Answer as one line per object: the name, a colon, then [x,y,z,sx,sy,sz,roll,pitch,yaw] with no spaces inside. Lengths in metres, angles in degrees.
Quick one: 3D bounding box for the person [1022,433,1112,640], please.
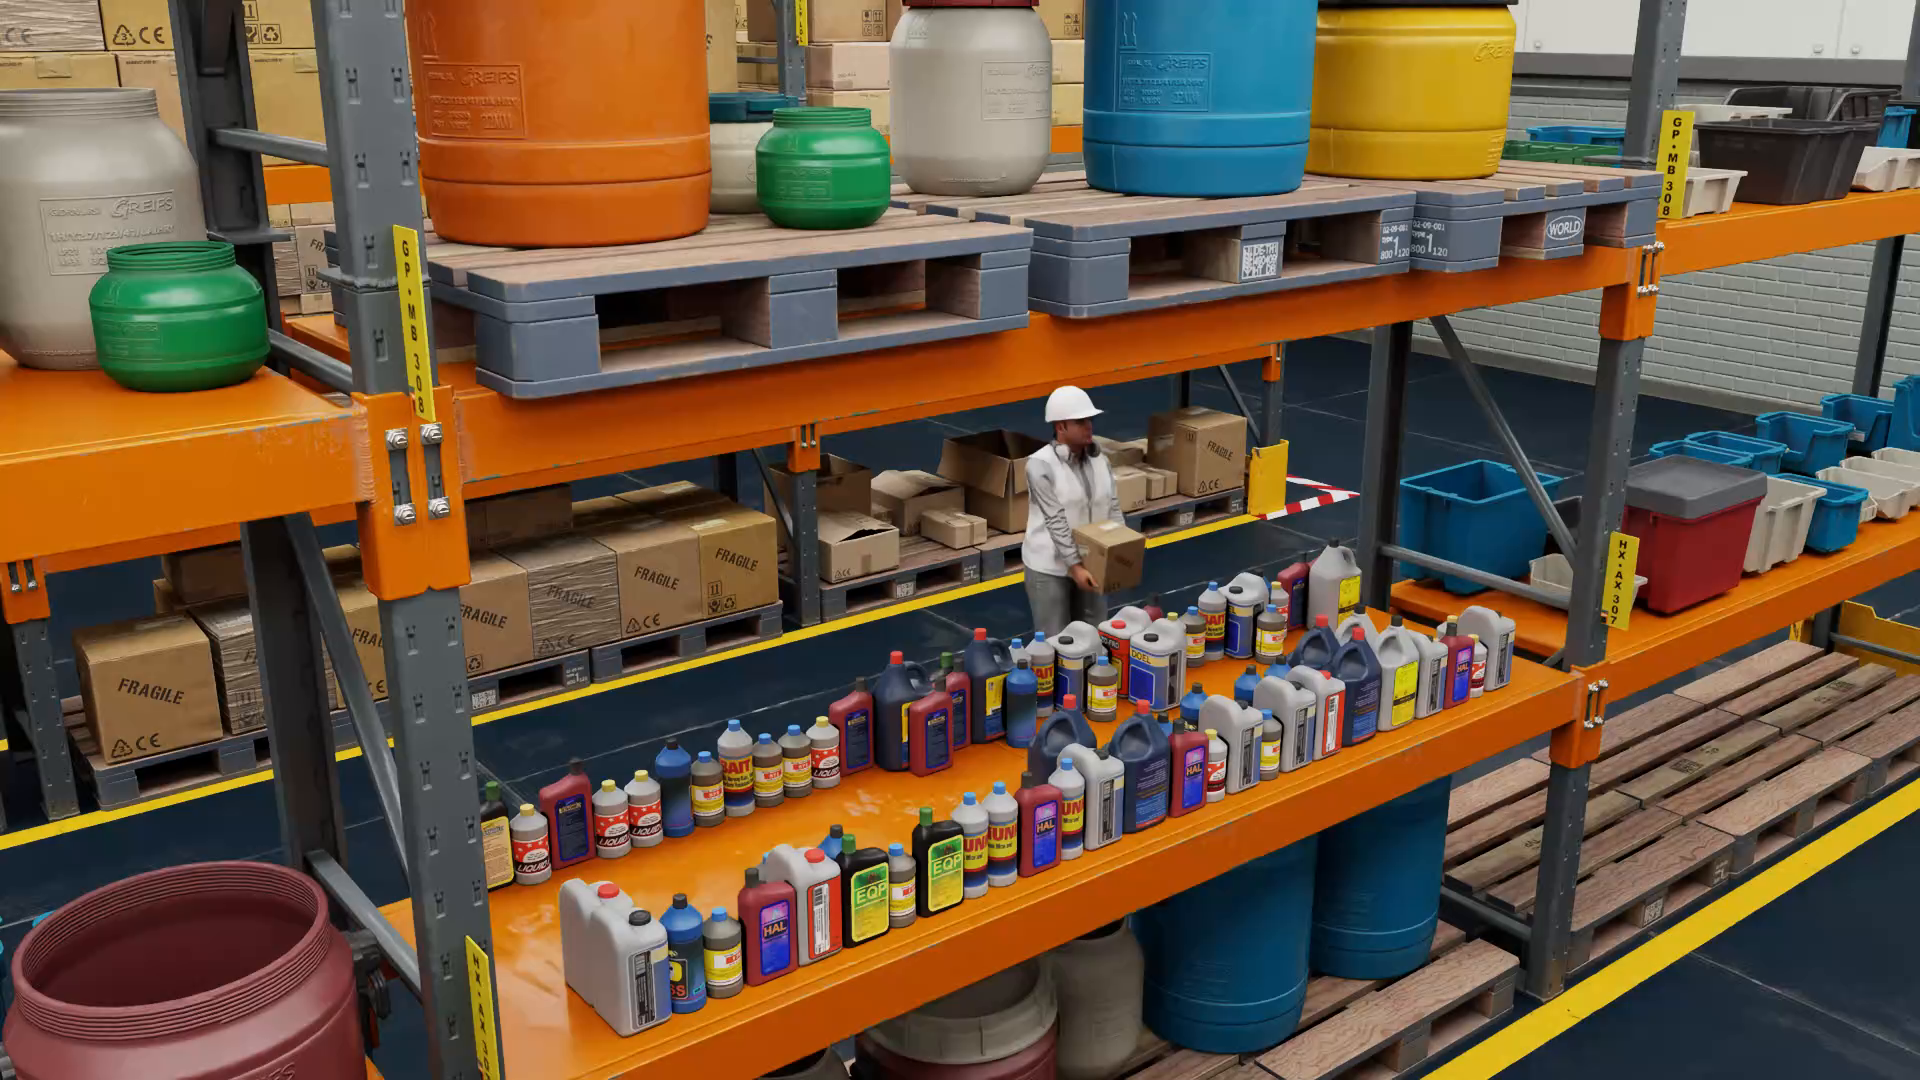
person: [0.519,0.207,8.146,0.447,1.481,0.363,-14,22,-37]
